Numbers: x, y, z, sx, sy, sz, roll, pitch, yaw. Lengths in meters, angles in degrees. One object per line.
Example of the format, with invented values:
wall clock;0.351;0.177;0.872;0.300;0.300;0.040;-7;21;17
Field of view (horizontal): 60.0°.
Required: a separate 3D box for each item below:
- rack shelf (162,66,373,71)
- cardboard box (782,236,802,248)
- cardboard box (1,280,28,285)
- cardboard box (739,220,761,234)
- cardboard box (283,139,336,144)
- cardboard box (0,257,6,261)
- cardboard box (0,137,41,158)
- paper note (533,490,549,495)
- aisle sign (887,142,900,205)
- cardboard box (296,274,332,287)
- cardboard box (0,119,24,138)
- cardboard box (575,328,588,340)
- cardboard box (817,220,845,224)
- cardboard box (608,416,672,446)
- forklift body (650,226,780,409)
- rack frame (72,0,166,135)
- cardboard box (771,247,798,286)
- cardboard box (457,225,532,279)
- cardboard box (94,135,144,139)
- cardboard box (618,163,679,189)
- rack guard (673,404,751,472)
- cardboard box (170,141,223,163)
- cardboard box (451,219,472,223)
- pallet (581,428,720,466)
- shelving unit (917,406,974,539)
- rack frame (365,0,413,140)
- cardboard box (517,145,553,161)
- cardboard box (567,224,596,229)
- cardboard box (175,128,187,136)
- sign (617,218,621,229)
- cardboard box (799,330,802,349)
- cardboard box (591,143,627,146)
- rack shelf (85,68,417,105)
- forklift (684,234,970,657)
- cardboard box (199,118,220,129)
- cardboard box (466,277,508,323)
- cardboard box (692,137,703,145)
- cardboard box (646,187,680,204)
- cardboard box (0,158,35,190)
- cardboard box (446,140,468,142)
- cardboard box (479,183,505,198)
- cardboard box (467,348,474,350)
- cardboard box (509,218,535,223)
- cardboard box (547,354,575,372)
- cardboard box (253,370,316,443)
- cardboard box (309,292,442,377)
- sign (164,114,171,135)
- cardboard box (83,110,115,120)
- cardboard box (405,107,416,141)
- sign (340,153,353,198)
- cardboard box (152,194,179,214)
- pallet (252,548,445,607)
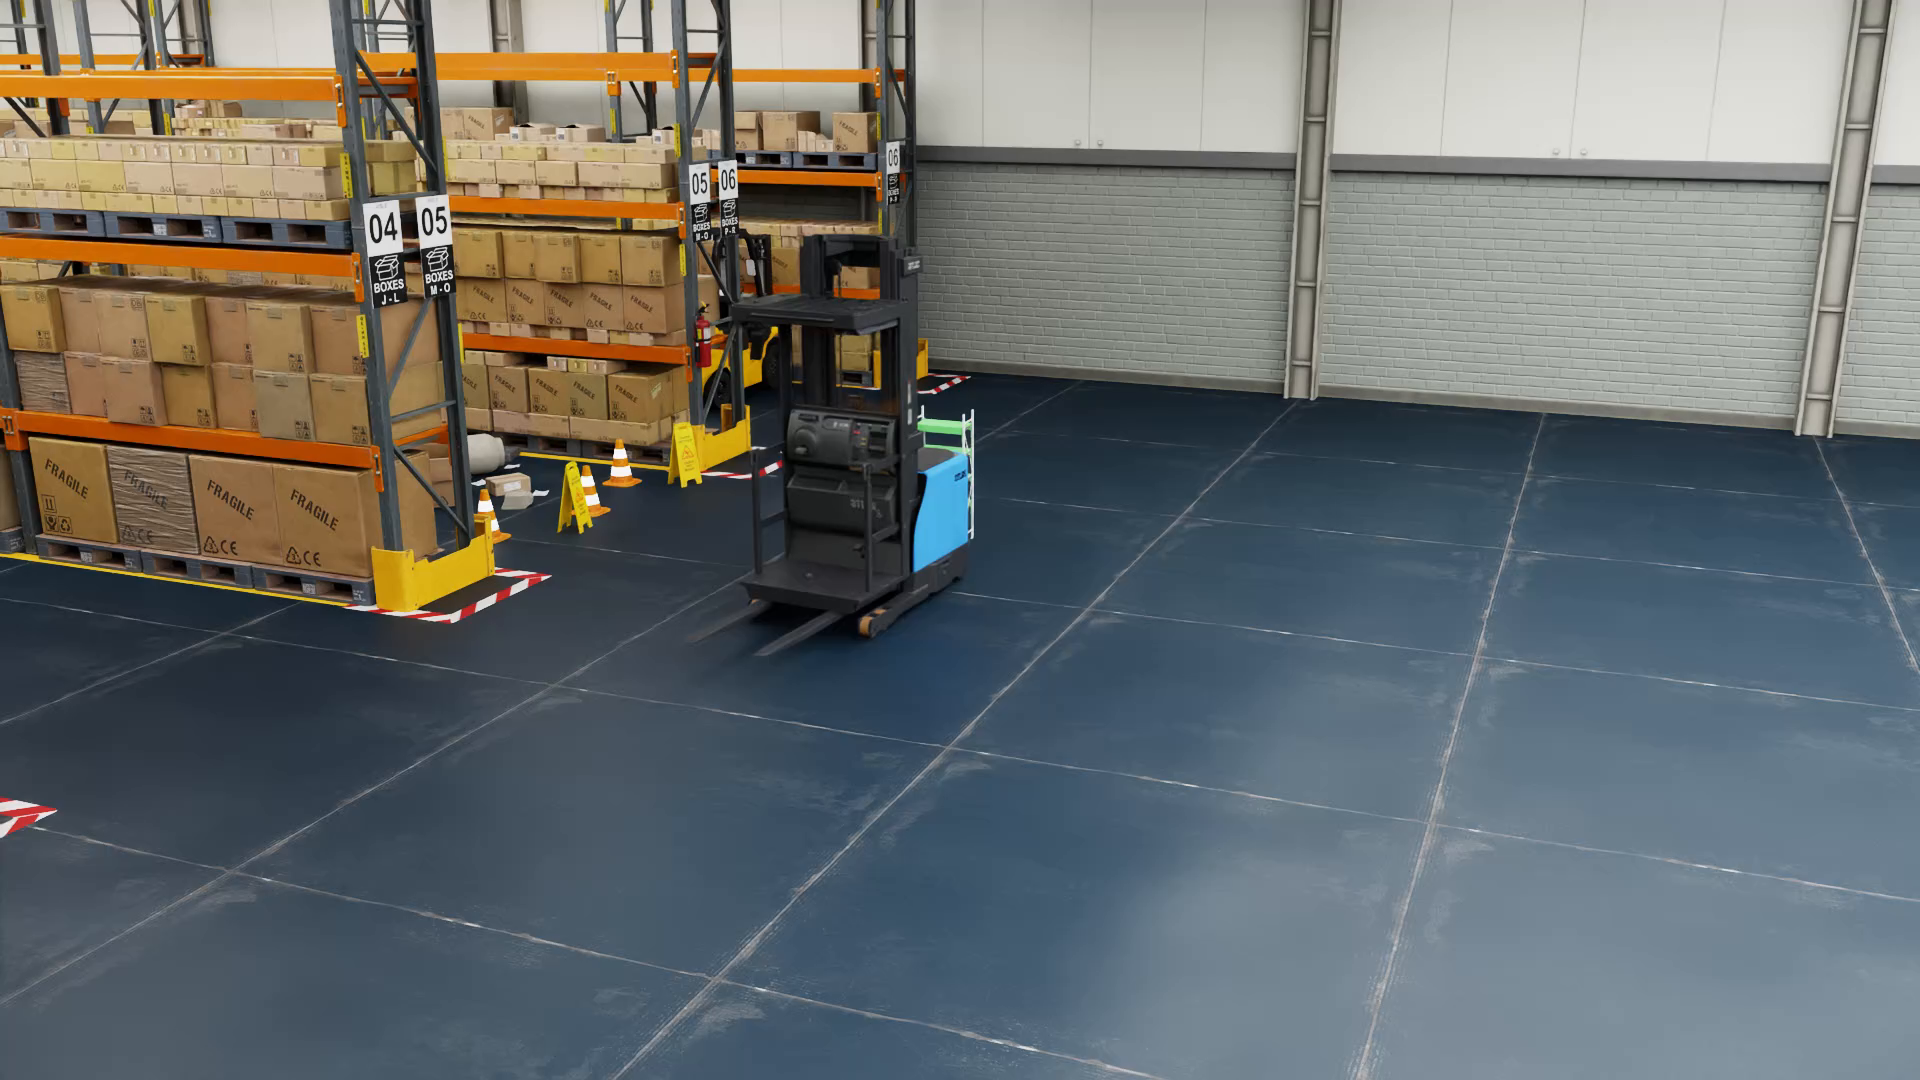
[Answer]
rack shelf;-10.126;-6.979;25.156;4.000;0.370;1.077;6;17;21
cardboard box;-2.209;-4.039;22.440;0.250;0.149;0.380;6;17;19
cardboard box;-8.549;-2.017;14.845;0.500;0.500;0.700;6;17;20
cardboard box;-2.891;-4.282;22.744;0.250;0.149;0.380;6;17;21
cardboard box;-5.263;-3.178;13.523;0.250;0.149;0.380;6;17;21
cardboard box;-12.068;-3.813;21.031;0.500;0.500;0.500;6;17;20
cardboard box;-7.871;-3.267;13.830;0.250;0.149;0.380;6;17;21
paper note;-4.251;-0.479;16.846;0.142;0.019;0.148;0;16;1
aisle sign;-0.870;-4.778;21.665;0.004;0.787;0.394;6;17;21
cardboard box;-7.338;-3.165;19.304;0.500;0.500;0.500;6;17;21
cardboard box;-11.829;-4.938;20.568;0.500;0.500;0.500;6;17;21
cardboard box;-4.012;-2.297;18.232;0.250;0.149;0.380;7;17;21
cardboard box;-1.764;-4.293;22.780;0.250;0.149;0.380;6;17;21
cardboard box;-3.514;-1.221;18.255;0.500;0.250;0.500;6;17;20
forklift body;-3.257;-2.926;21.470;1.214;2.155;2.313;6;17;21
rack frame;-10.083;-6.024;19.860;0.127;3.000;1.000;6;17;21
cardboard box;-2.334;-3.750;22.609;0.500;0.500;0.500;6;17;20
cardboard box;-5.108;-3.187;18.343;0.500;0.500;0.700;6;17;19
cardboard box;-7.159;-3.386;14.240;0.250;0.149;0.380;6;17;21
cardboard box;-3.216;-3.818;17.378;0.500;0.250;0.500;6;17;20
rack guard;-2.712;-1.132;18.253;0.348;0.500;1.175;6;17;21
cardboard box;-5.984;-3.060;13.117;0.250;0.149;0.380;6;17;20
cardboard box;-7.332;-4.611;24.411;0.250;0.149;0.380;6;17;21
pallet;-3.455;-1.086;18.611;1.213;0.211;1.003;6;17;21
shelving unit;-0.154;-0.593;15.141;0.503;1.200;0.258;6;17;21
rack frame;-8.266;-7.312;24.296;0.127;3.000;1.000;6;17;21
cardboard box;-4.503;-4.134;17.749;0.250;0.149;0.380;7;18;22
cardboard box;-5.399;-4.419;23.748;0.250;0.149;0.380;6;17;21
cardboard box;-11.855;-6.276;25.625;0.250;0.149;0.380;7;17;21
sign;-4.735;-4.398;23.084;0.005;0.325;0.100;6;17;21
cardboard box;-1.854;-2.756;22.647;0.500;0.250;0.500;6;17;20
cardboard box;-3.819;-4.225;18.065;0.250;0.149;0.380;6;17;20
rack shelf;-8.223;-5.282;19.311;4.000;0.370;1.077;6;17;21
forklift;-1.018;-0.800;12.748;1.130;2.935;3.031;8;18;25
cardboard box;-11.375;-6.362;25.390;0.250;0.149;0.380;6;17;20
cardboard box;-5.117;-2.707;18.483;0.500;0.500;0.500;6;17;20
cardboard box;-3.524;-5.388;22.567;0.250;0.149;0.380;7;18;22
cardboard box;-3.076;-3.609;17.370;0.250;0.149;0.380;6;17;21
cardboard box;-7.732;-3.078;13.895;0.500;0.250;0.500;6;17;21
cardboard box;-5.717;-4.454;18.853;0.250;0.149;0.380;6;17;19
cardboard box;-4.995;-3.804;18.042;0.250;0.149;0.380;6;17;20
cardboard box;-5.713;-1.984;19.538;0.500;0.500;0.500;6;17;20
cardboard box;-6.453;-4.657;24.570;0.250;0.149;0.380;7;18;22
cardboard box;-4.326;-1.966;18.312;0.250;0.149;0.380;7;18;23
cardboard box;-5.245;-1.179;13.663;0.550;0.550;0.875;6;17;21
cardboard box;-4.694;-1.669;13.413;0.550;0.550;0.875;6;17;21
sign;-12.179;-6.387;25.564;0.005;0.325;0.100;6;17;21
cardboard box;-13.488;-6.684;26.353;0.500;0.250;0.500;7;17;22
cardboard box;-7.681;-6.032;24.154;0.500;0.500;0.500;6;17;21
sign;-4.576;-2.719;12.409;0.005;0.325;0.100;6;17;21
cardboard box;-6.216;-2.702;13.316;0.250;0.149;0.380;7;17;21
pallet;-5.136;0.247;14.020;1.213;0.211;1.003;6;17;21
